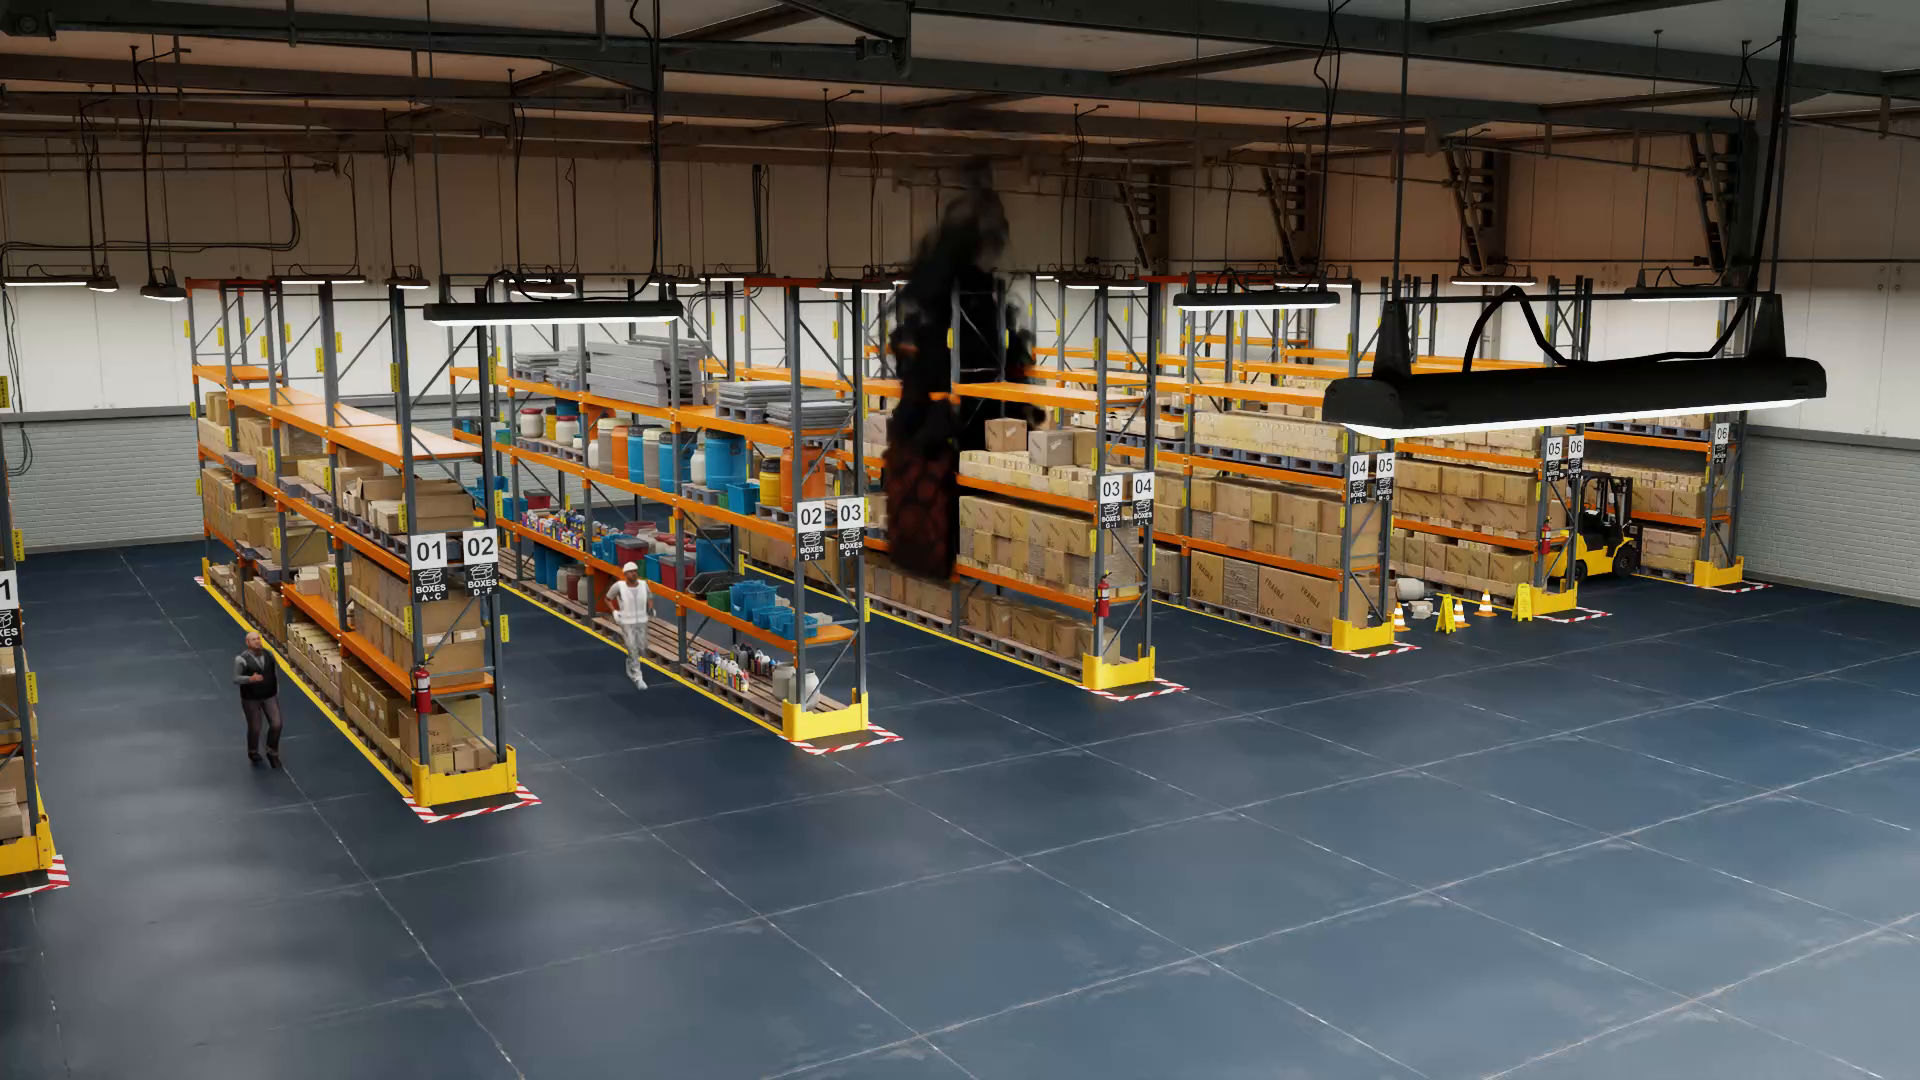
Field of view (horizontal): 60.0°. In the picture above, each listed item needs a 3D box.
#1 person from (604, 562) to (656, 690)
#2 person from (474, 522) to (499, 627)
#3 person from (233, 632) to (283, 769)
[{"bbox_3d":[-4.695,1.203,23.861,0.681,1.793,0.796,-6,11,-32],"label":"person"},{"bbox_3d":[-7.988,0.558,27.731,0.714,1.750,0.577,-7,12,-38],"label":"person"},{"bbox_3d":[-8.778,2.020,20.873,0.637,1.760,0.711,-8,13,-40],"label":"person"}]
